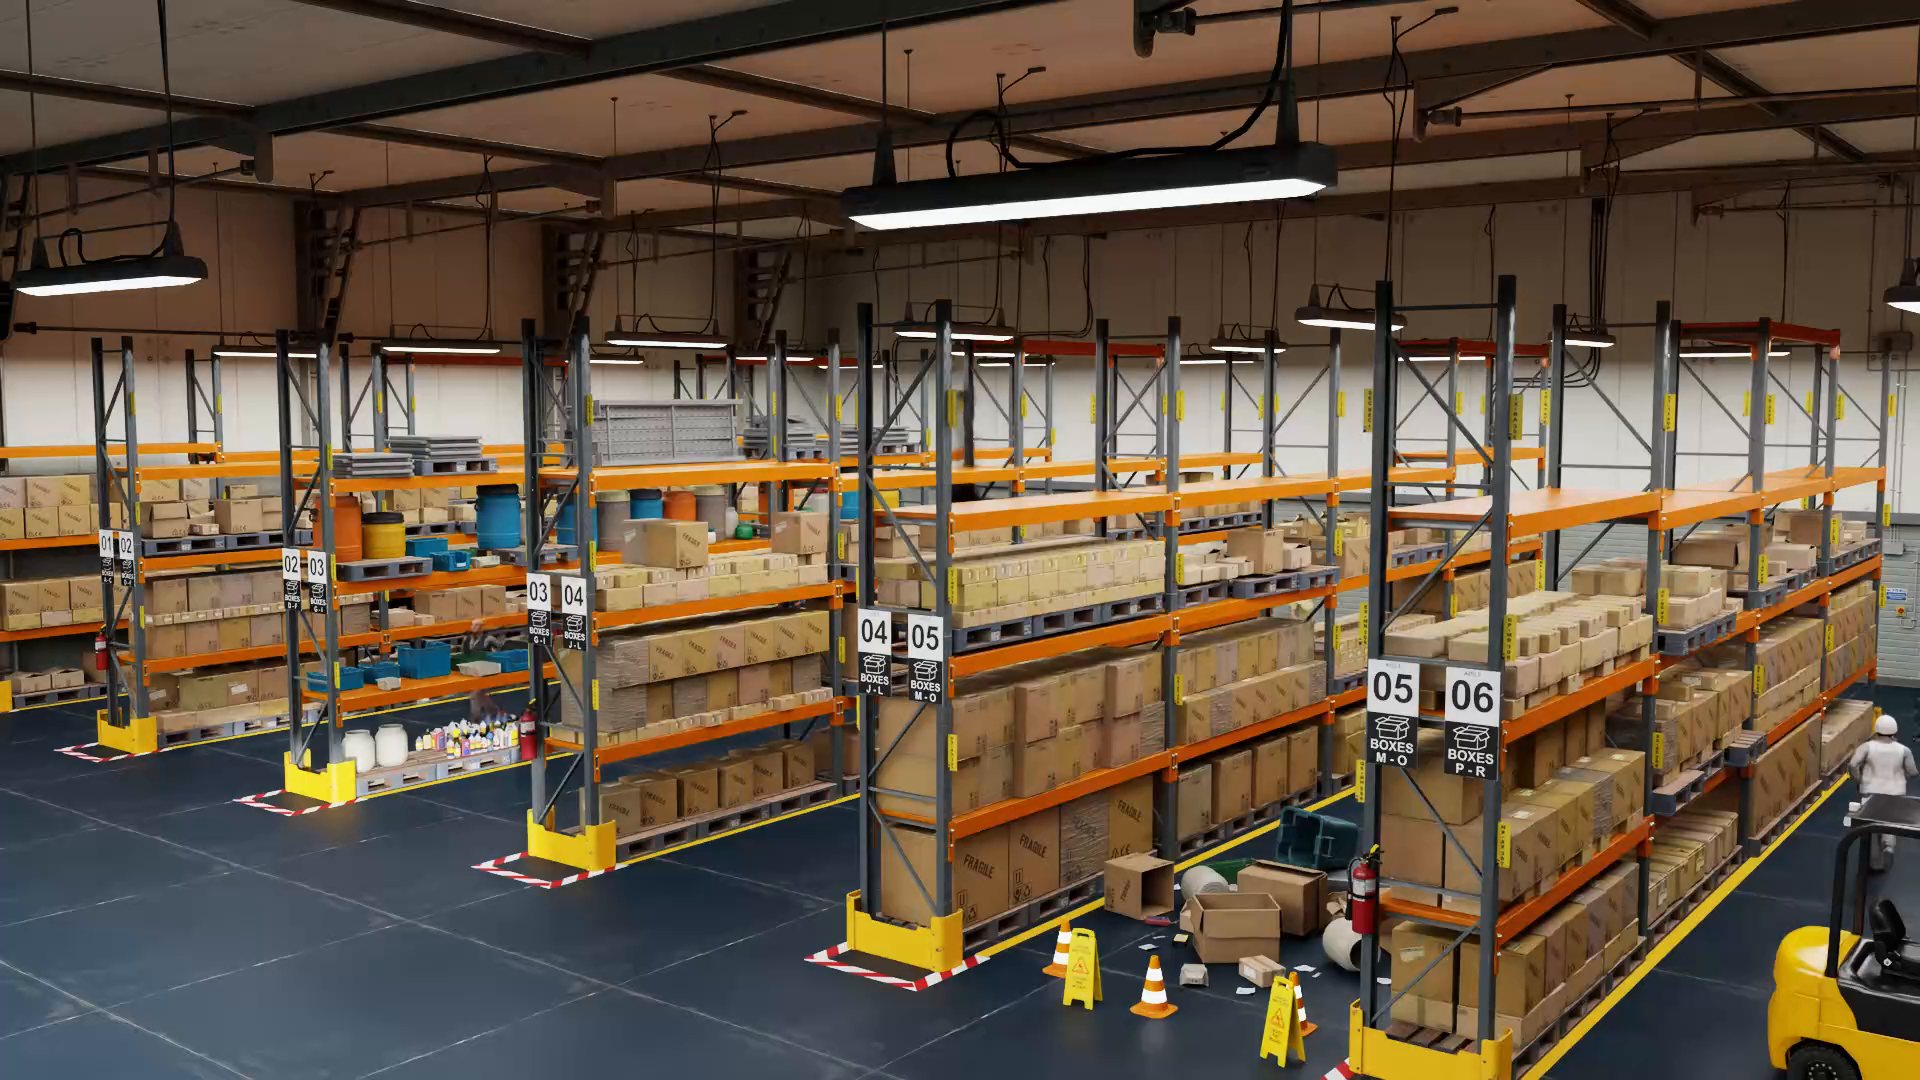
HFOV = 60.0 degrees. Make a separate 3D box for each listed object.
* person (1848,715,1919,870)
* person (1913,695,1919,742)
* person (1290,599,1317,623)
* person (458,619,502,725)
[{"bbox_3d":[9.909,2.761,17.878,0.671,1.772,0.798,3,6,28],"label":"person"},{"bbox_3d":[14.411,2.230,24.473,0.598,1.689,0.797,0,5,4],"label":"person"},{"bbox_3d":[6.506,1.653,31.166,0.607,1.624,0.501,-3,6,-28],"label":"person"},{"bbox_3d":[-7.413,2.078,25.613,0.635,1.762,0.871,2,6,26],"label":"person"}]
